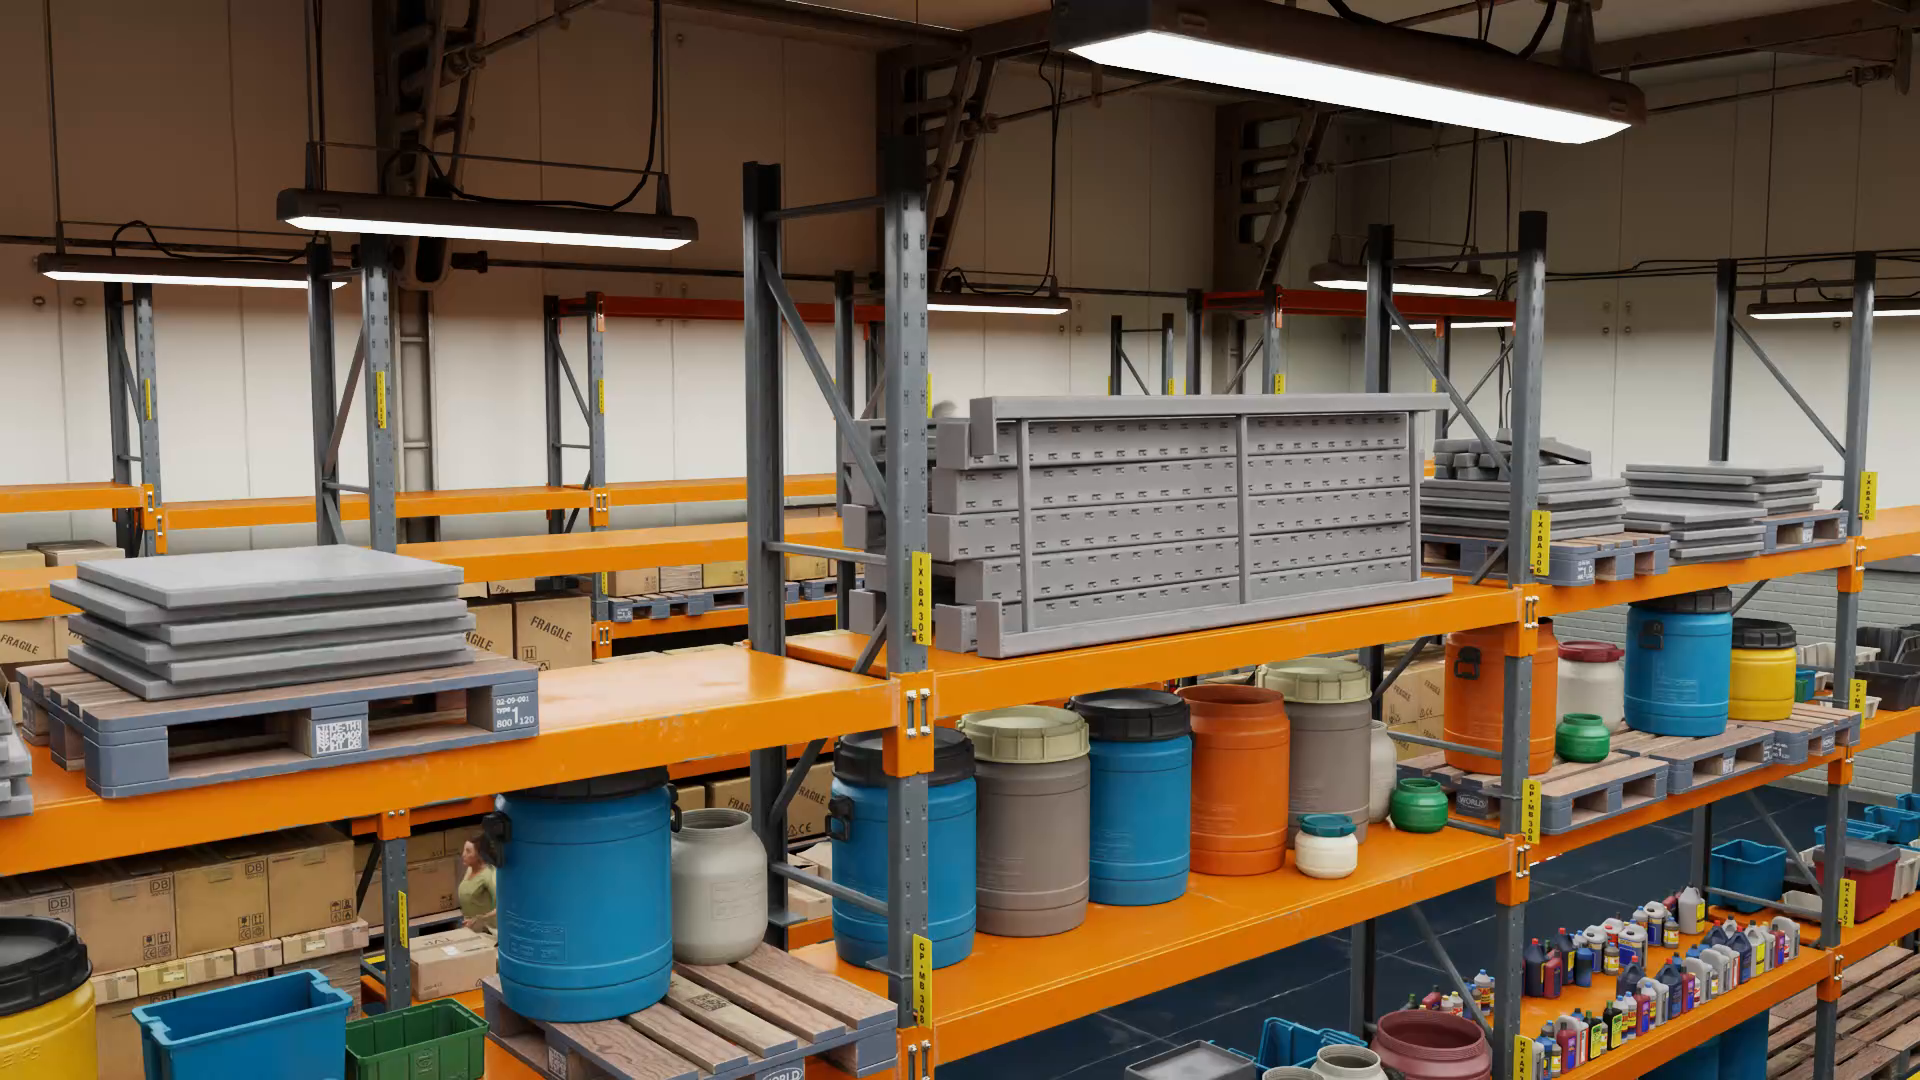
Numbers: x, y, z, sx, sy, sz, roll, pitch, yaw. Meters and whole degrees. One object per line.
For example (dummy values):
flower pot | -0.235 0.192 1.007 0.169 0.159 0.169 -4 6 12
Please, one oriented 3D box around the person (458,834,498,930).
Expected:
person | -3.669 3.096 13.061 0.558 1.652 0.887 5 8 44
